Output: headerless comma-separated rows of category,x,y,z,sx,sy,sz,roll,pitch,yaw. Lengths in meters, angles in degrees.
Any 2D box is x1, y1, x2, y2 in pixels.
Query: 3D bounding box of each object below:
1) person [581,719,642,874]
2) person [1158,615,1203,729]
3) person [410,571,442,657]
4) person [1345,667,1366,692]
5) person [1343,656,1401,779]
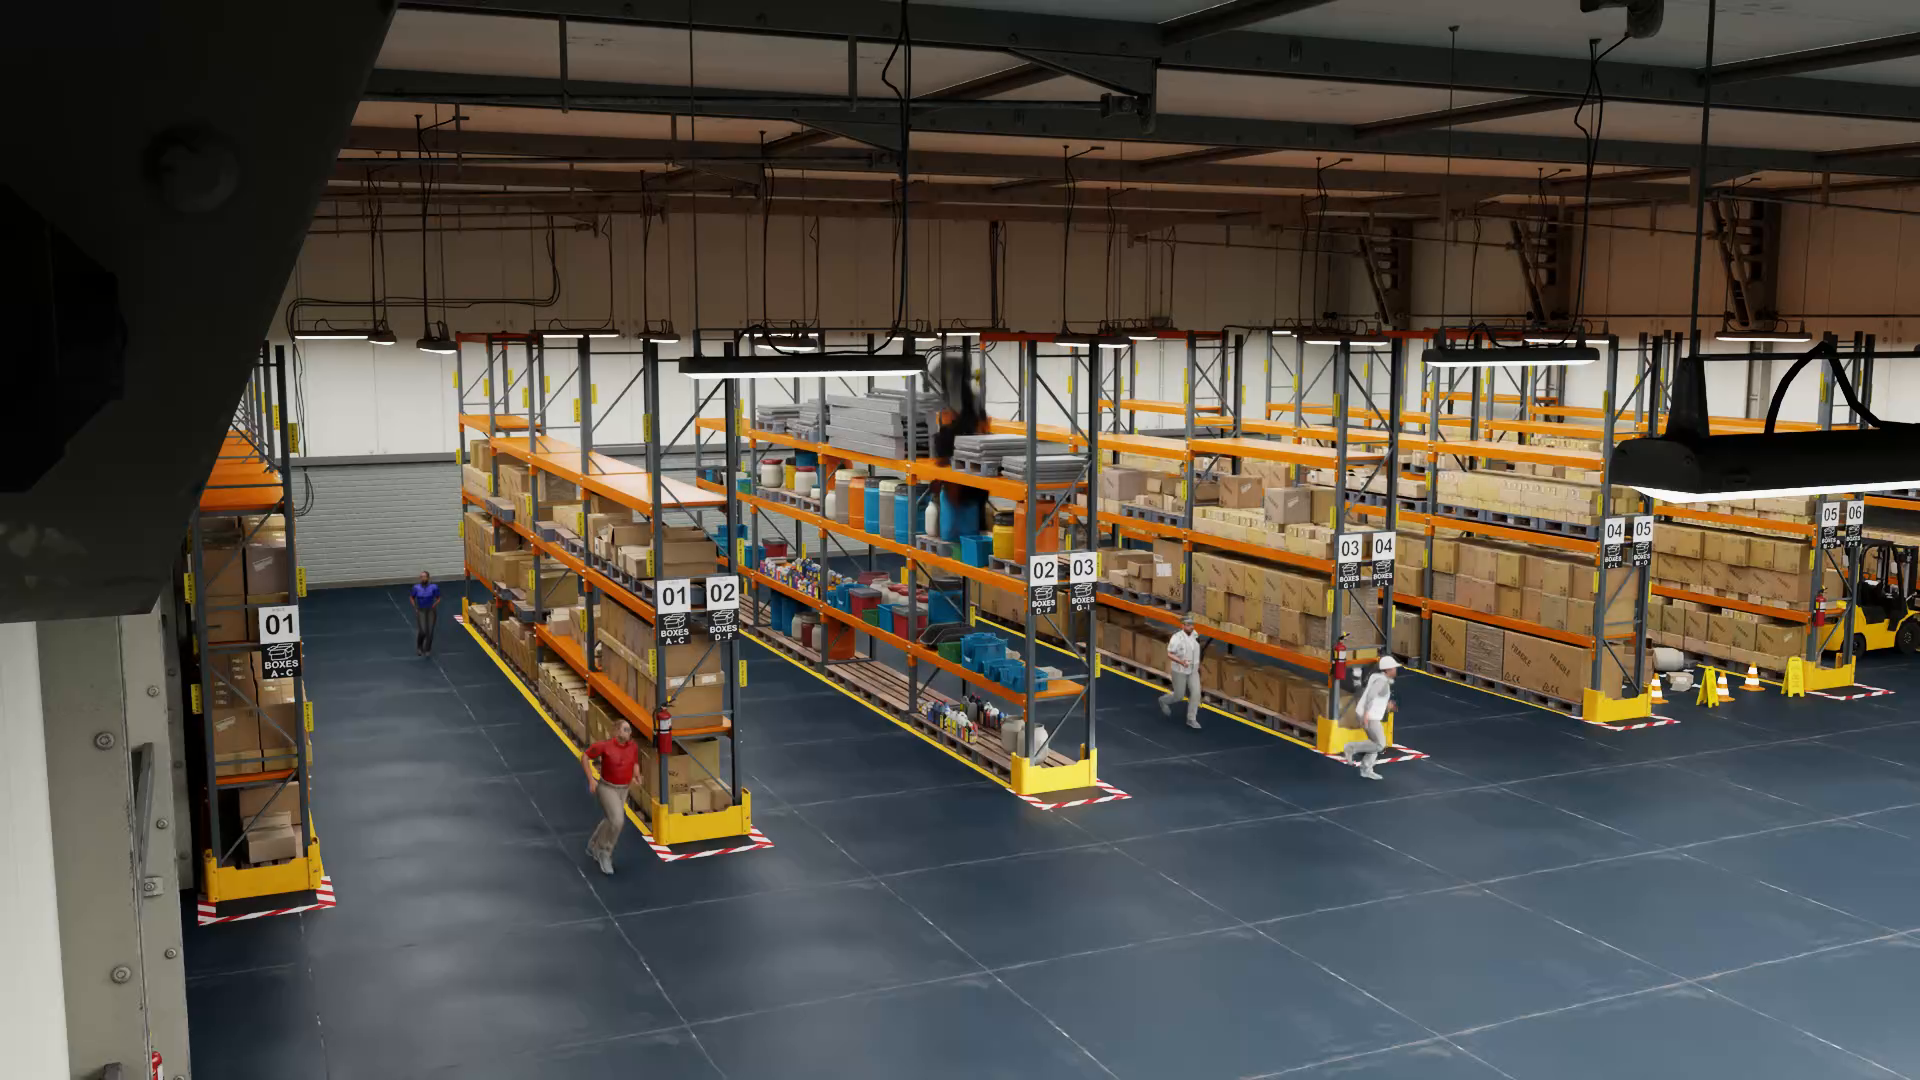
person,-4.000,2.933,19.235,0.767,1.732,0.680,6,10,36
person,3.454,1.998,25.786,0.652,1.760,0.893,-4,9,-29
person,-9.877,1.381,30.804,0.561,1.621,0.573,-3,8,-20
person,6.692,1.660,28.310,0.650,1.767,0.715,-5,9,-31
person,5.646,2.437,22.854,0.760,1.708,0.651,0,8,0
